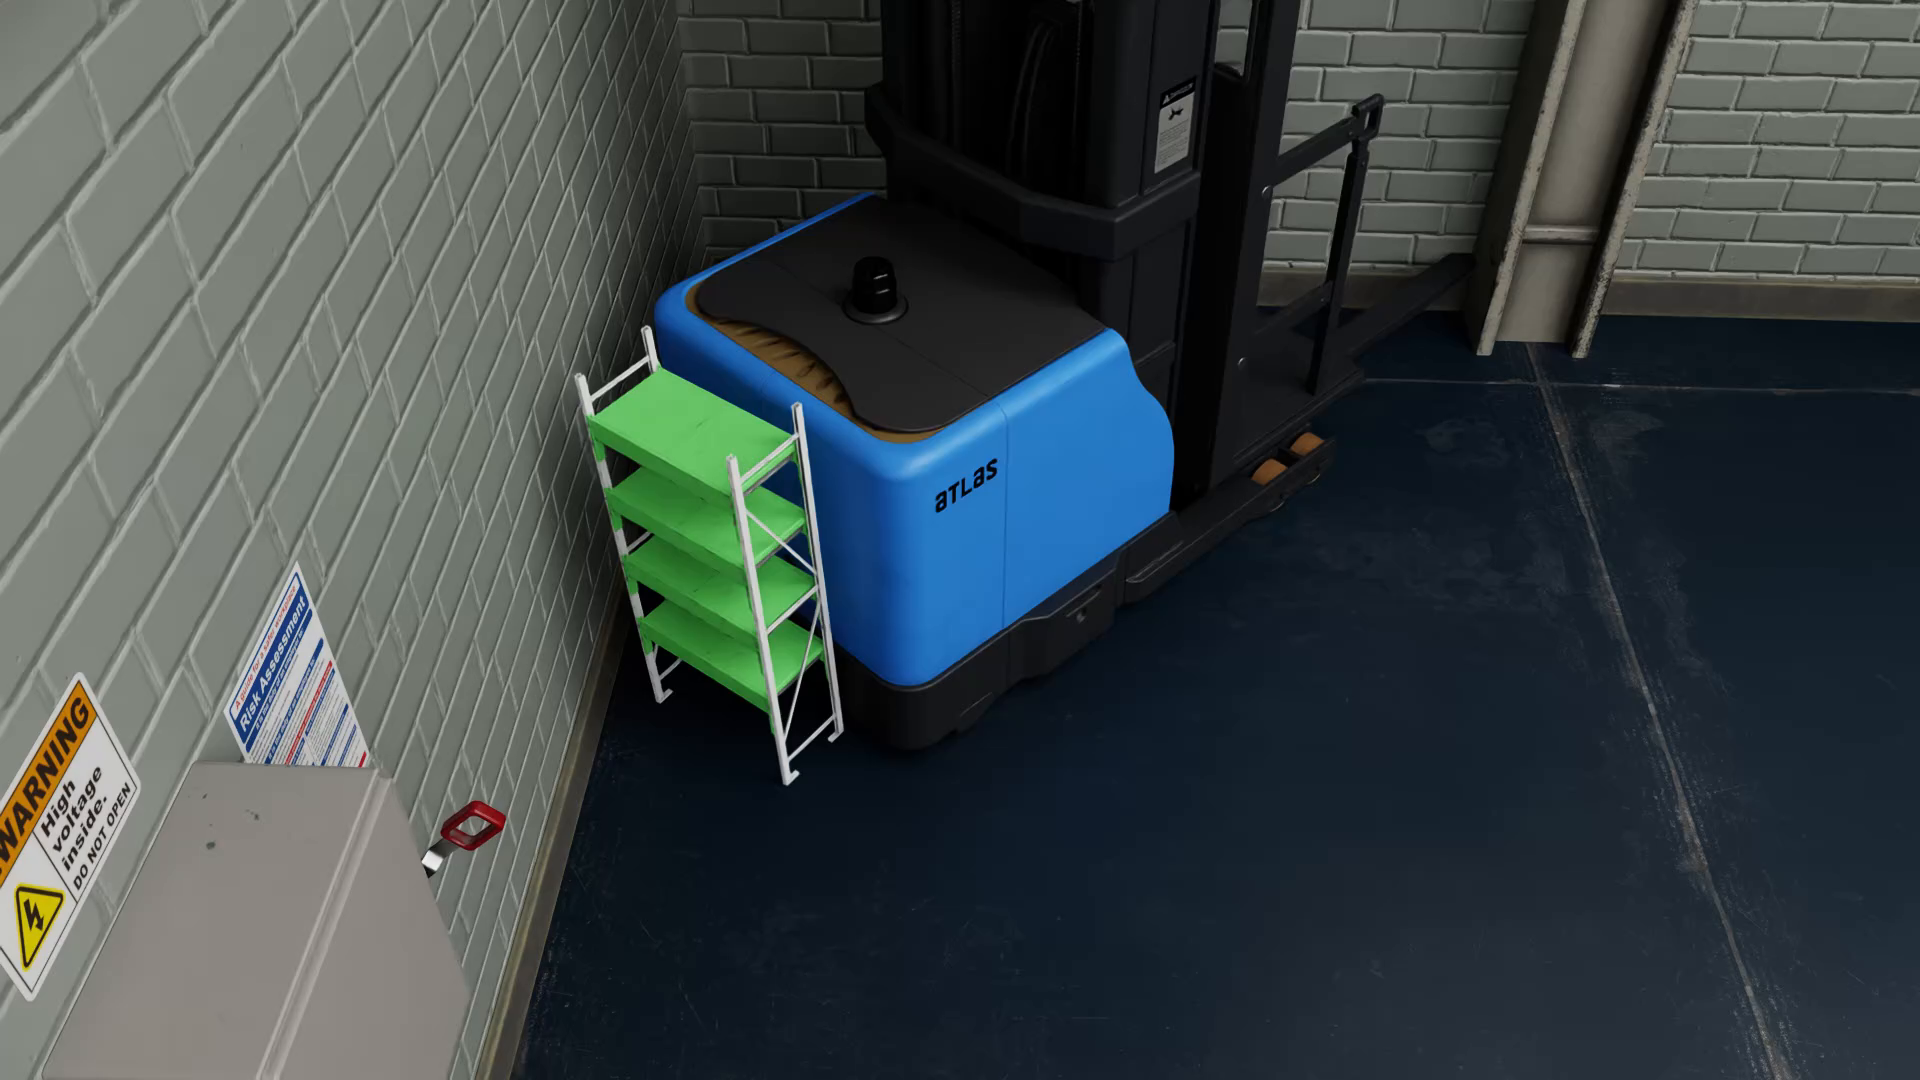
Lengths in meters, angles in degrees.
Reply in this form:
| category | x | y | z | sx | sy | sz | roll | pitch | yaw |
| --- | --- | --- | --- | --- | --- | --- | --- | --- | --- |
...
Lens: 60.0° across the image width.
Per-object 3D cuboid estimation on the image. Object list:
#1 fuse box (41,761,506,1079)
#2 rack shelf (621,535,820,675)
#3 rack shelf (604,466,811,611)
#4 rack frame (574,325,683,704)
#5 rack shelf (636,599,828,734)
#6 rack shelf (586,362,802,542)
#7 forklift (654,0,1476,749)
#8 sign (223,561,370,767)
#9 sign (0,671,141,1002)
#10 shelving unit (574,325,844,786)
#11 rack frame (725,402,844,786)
| category | x | y | z | sx | sy | sz | roll | pitch | yaw |
| --- | --- | --- | --- | --- | --- | --- | --- | --- | --- |
| fuse box | -0.908 | 1.105 | 2.809 | 0.414 | 1.711 | 0.539 | 2 | 43 | 2 |
| rack shelf | -0.613 | 0.120 | 4.325 | 0.480 | 0.148 | 0.258 | 28 | 53 | 27 |
| rack shelf | -0.621 | -0.049 | 4.155 | 0.480 | 0.148 | 0.258 | 28 | 53 | 27 |
| rack frame | -0.808 | -0.026 | 4.389 | 0.015 | 1.200 | 0.240 | 28 | 53 | 27 |
| rack shelf | -0.606 | 0.289 | 4.495 | 0.480 | 0.148 | 0.258 | 28 | 53 | 27 |
| rack shelf | -0.628 | -0.218 | 3.984 | 0.480 | 0.148 | 0.258 | 28 | 53 | 27 |
| forklift | 0.583 | -1.393 | 4.595 | 3.031 | 2.935 | 1.130 | -33 | 52 | -31 |
| sign | -1.093 | 0.325 | 2.770 | 0.001 | 0.494 | 0.329 | 2 | 43 | 2 |
| sign | -1.117 | 0.362 | 2.055 | 0.001 | 0.242 | 0.339 | 2 | 43 | 2 |
| shelving unit | -0.615 | 0.075 | 4.280 | 0.503 | 1.200 | 0.258 | 28 | 53 | 27 |
| rack frame | -0.422 | 0.177 | 4.170 | 0.015 | 1.200 | 0.240 | 28 | 53 | 27 |
